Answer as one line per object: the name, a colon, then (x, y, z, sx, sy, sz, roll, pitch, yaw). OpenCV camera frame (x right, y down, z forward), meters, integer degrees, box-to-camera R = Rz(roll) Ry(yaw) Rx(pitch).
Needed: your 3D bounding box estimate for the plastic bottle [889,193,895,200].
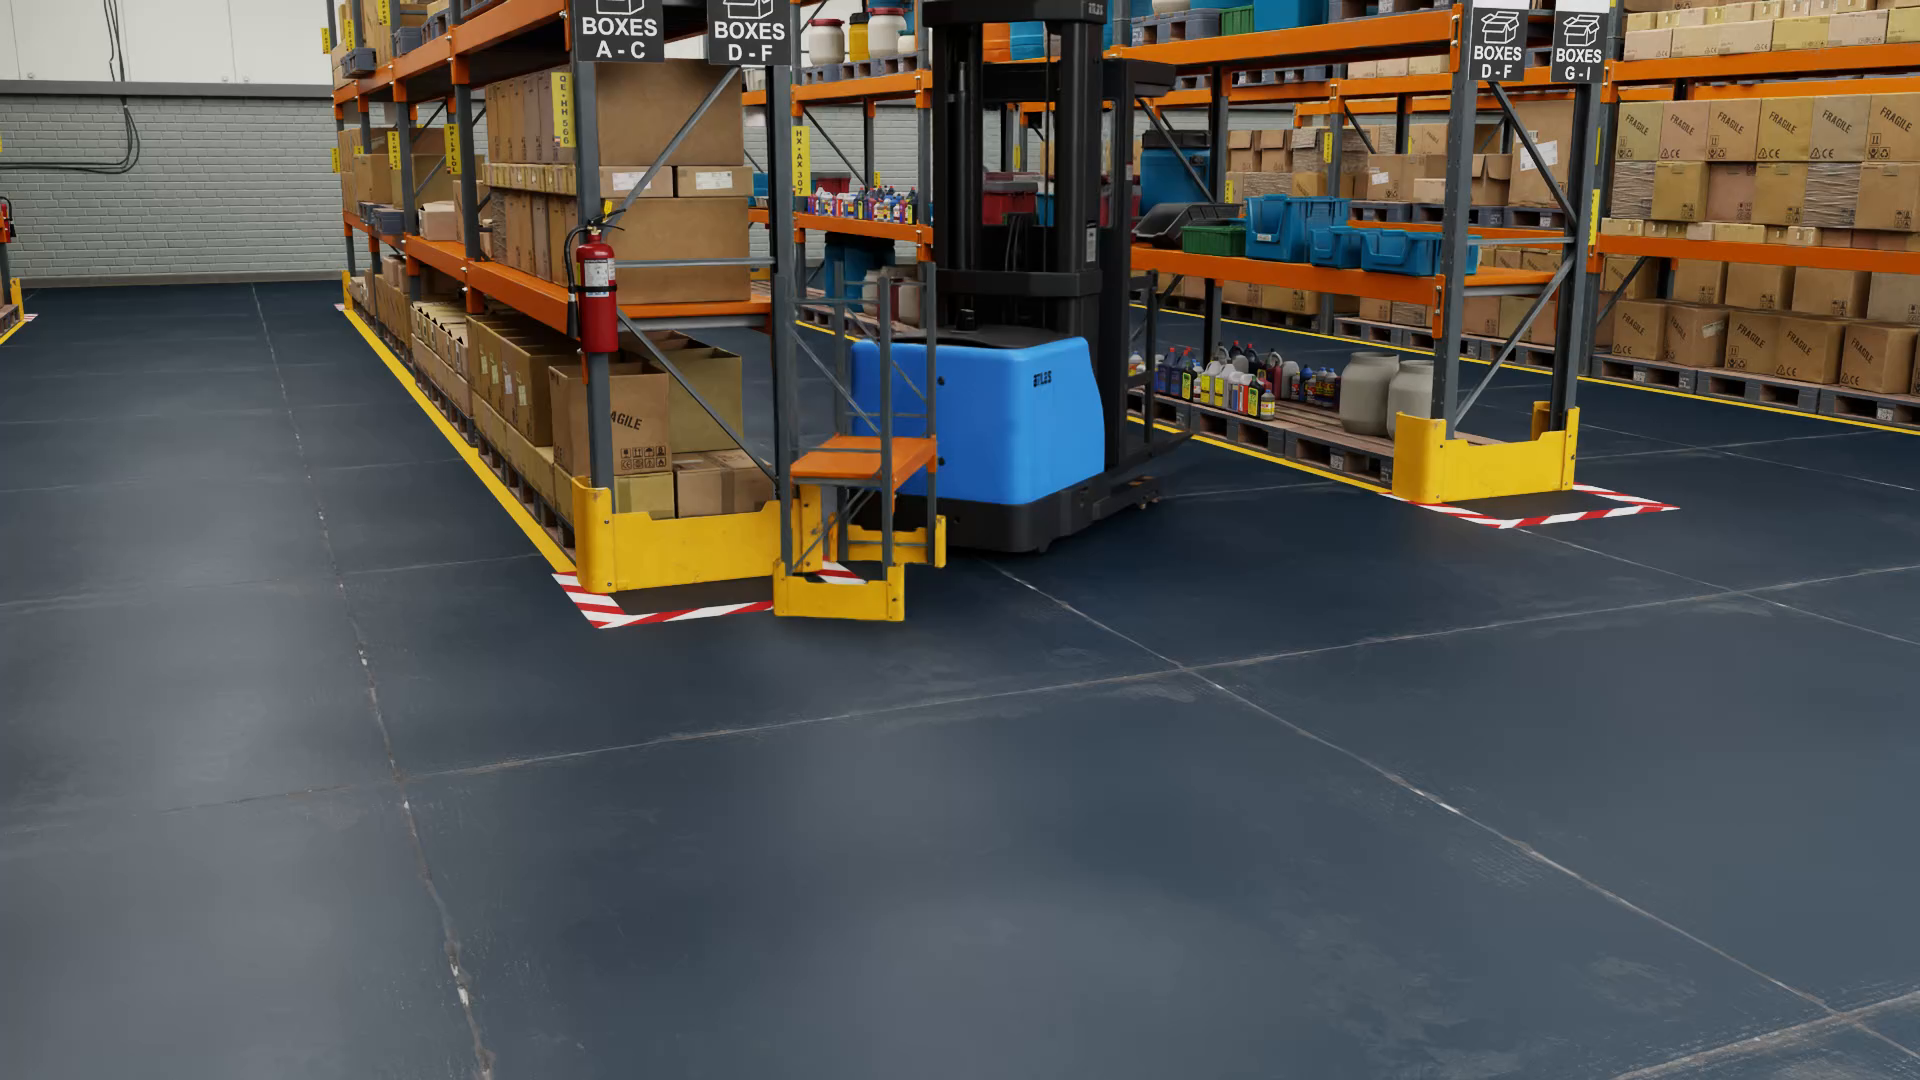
plastic bottle: (-0.792, -3.888, 19.300, 0.097, 0.271, 0.097, 0, 13, 0)

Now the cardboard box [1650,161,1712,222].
cardboard box: (6.493, -3.008, 14.334, 0.875, 0.500, 0.500, -6, 14, -23)

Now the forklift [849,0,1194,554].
forklift: (0.542, -1.644, 9.472, 1.130, 2.935, 3.031, 7, 15, 26)

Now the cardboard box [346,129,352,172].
cardboard box: (-7.131, -4.709, 20.126, 0.500, 0.500, 0.500, -6, 14, -23)

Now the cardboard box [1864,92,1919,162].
cardboard box: (7.151, -3.068, 12.375, 0.500, 0.500, 0.500, -6, 14, -23)

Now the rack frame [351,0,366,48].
rack frame: (-6.082, -6.701, 17.867, 1.000, 3.000, 0.127, -6, 14, -23)

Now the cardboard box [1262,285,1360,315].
cardboard box: (4.341, -3.160, 19.652, 1.225, 0.875, 0.875, -6, 14, -26)

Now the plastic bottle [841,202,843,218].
plastic bottle: (-1.313, -3.781, 18.993, 0.097, 0.201, 0.097, 0, 13, 0)

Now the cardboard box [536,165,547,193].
cardboard box: (-2.123, -1.993, 9.169, 0.380, 0.149, 0.250, -5, 14, -21)

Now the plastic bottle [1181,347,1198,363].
plastic bottle: (1.738, -1.305, 12.755, 0.144, 0.351, 0.185, -6, 14, -23)

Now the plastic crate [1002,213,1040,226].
plastic crate: (0.707, -2.803, 14.800, 0.450, 0.188, 0.662, -6, 14, -23)

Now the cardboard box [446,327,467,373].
cardboard box: (-3.516, -1.429, 12.313, 0.500, 0.311, 0.500, -5, 14, -21)

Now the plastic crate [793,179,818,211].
plastic crate: (-2.041, -4.312, 20.752, 0.392, 0.384, 0.575, -6, 14, -23)

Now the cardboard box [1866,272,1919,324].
cardboard box: (10.455, -2.676, 17.836, 1.050, 0.750, 0.750, -6, 14, -23)

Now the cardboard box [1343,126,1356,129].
cardboard box: (6.312, -6.277, 26.239, 0.500, 0.500, 0.500, -6, 14, -24)

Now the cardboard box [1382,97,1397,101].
cardboard box: (6.744, -6.774, 25.166, 0.500, 0.250, 0.500, -6, 14, -24)

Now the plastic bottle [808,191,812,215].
plastic bottle: (-1.786, -4.054, 19.993, 0.061, 0.283, 0.133, -6, 14, -23)

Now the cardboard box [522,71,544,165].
cardboard box: (-2.091, -2.404, 9.507, 0.700, 0.500, 0.500, -6, 14, -23)

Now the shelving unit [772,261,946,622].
shelving unit: (-0.451, -0.501, 7.708, 0.587, 1.500, 1.083, 2, 13, 10)

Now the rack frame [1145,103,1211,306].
rack frame: (2.996, -4.673, 22.406, 1.000, 3.000, 0.127, -6, 14, -23)

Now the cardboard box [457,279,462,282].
cardboard box: (-5.231, -2.492, 17.555, 0.500, 0.500, 0.500, -5, 14, -22)

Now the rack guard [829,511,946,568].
rack guard: (-0.363, -0.003, 8.327, 0.587, 0.250, 0.087, 2, 13, 10)

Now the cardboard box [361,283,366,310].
cardboard box: (-6.870, -2.930, 19.865, 0.500, 0.311, 0.500, -6, 14, -23)

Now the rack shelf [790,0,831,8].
rack shelf: (-2.343, -7.016, 21.708, 1.077, 0.370, 4.000, -6, 14, -23)

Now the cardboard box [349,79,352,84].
cardboard box: (-6.711, -5.348, 19.003, 0.500, 0.250, 0.500, -6, 14, -23)

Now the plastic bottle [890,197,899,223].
plastic bottle: (-0.692, -3.495, 17.602, 0.097, 0.271, 0.097, 0, 13, 0)

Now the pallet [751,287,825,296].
pallet: (-2.364, -3.268, 22.520, 1.003, 0.211, 1.213, -6, 14, -23)

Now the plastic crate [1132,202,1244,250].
plastic crate: (1.756, -2.422, 12.822, 0.767, 0.338, 0.504, -6, 14, -23)

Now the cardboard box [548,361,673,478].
cardboard box: (-1.762, -0.614, 8.372, 0.500, 0.500, 0.500, -6, 14, -23)

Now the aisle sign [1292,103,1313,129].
aisle sign: (5.675, -7.181, 27.477, 0.394, 0.787, 0.004, -6, 14, -23)

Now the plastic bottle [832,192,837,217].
plastic bottle: (-1.430, -3.871, 19.200, 0.061, 0.283, 0.133, -6, 14, -23)

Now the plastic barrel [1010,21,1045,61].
plastic barrel: (0.736, -4.634, 14.474, 0.600, 0.901, 0.708, -6, 14, -23)

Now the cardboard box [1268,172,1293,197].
cardboard box: (3.980, -4.078, 19.615, 0.500, 0.500, 0.500, -6, 14, -23)

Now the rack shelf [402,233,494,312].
rack shelf: (-3.678, -2.188, 13.269, 1.077, 0.370, 4.000, -6, 14, -23)

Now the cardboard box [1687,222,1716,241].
cardboard box: (6.397, -2.618, 14.085, 0.380, 0.149, 0.250, -6, 14, -23)

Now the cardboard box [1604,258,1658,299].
cardboard box: (8.681, -3.372, 21.401, 0.500, 0.500, 0.500, -6, 14, -23)

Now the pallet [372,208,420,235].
pallet: (-4.815, -2.992, 15.572, 1.213, 0.211, 1.003, -6, 14, -23)

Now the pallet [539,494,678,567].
pallet: (-1.620, -0.095, 8.812, 1.003, 0.211, 1.213, -6, 14, -23)

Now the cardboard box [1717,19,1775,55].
cardboard box: (6.552, -4.079, 13.524, 0.500, 0.250, 0.500, -6, 14, -25)

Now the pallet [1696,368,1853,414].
pallet: (6.995, -1.273, 13.903, 1.003, 0.211, 1.213, -6, 14, -23)

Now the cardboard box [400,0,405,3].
cardboard box: (-5.057, -5.251, 15.813, 0.500, 0.500, 0.500, -6, 14, -23)

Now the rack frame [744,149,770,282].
rack frame: (-3.144, -5.052, 24.044, 1.000, 3.000, 0.127, -6, 14, -23)

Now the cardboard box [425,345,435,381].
cardboard box: (-4.123, -1.472, 13.743, 0.500, 0.250, 0.500, -6, 14, -24)

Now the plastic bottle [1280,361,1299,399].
plastic bottle: (2.453, -1.212, 12.521, 0.152, 0.276, 0.135, -5, 14, -22)

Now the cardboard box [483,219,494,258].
cardboard box: (-3.114, -2.150, 11.842, 0.500, 0.250, 0.500, -5, 14, -19)

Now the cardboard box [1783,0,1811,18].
cardboard box: (6.740, -4.191, 13.122, 0.380, 0.149, 0.250, -5, 14, -22)

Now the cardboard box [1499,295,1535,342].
cardboard box: (5.801, -2.245, 16.487, 0.700, 0.500, 0.500, -6, 14, -23)

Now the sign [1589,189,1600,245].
sign: (3.771, -1.930, 9.941, 0.100, 0.325, 0.005, -6, 14, -23)

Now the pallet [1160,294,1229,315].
pallet: (3.375, -3.161, 22.061, 1.003, 0.211, 1.213, -6, 14, -23)

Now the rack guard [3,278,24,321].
rack guard: (-12.231, -2.944, 20.481, 1.175, 0.500, 0.348, -6, 14, -23)

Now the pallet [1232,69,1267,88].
pallet: (3.842, -5.575, 20.070, 1.003, 0.211, 1.213, -5, 14, -20)

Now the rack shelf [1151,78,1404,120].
rack shelf: (3.798, -5.370, 20.364, 1.077, 0.370, 4.000, -6, 14, -23)

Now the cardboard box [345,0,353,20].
cardboard box: (-6.928, -6.181, 19.833, 0.700, 0.500, 0.500, -6, 14, -23)

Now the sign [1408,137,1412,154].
sign: (5.092, -4.423, 18.934, 0.100, 0.325, 0.005, -6, 14, -23)

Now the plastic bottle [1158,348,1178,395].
plastic bottle: (1.606, -1.292, 12.699, 0.144, 0.351, 0.185, -5, 14, -21)

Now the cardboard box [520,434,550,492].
cardboard box: (-2.174, -0.454, 9.345, 0.500, 0.250, 0.500, -6, 14, -23)

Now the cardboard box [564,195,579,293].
cardboard box: (-1.665, -1.554, 8.709, 0.700, 0.500, 0.500, -5, 14, -22)

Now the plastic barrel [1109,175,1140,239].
plastic barrel: (1.481, -2.856, 14.256, 0.433, 0.535, 0.433, 0, 13, 0)
